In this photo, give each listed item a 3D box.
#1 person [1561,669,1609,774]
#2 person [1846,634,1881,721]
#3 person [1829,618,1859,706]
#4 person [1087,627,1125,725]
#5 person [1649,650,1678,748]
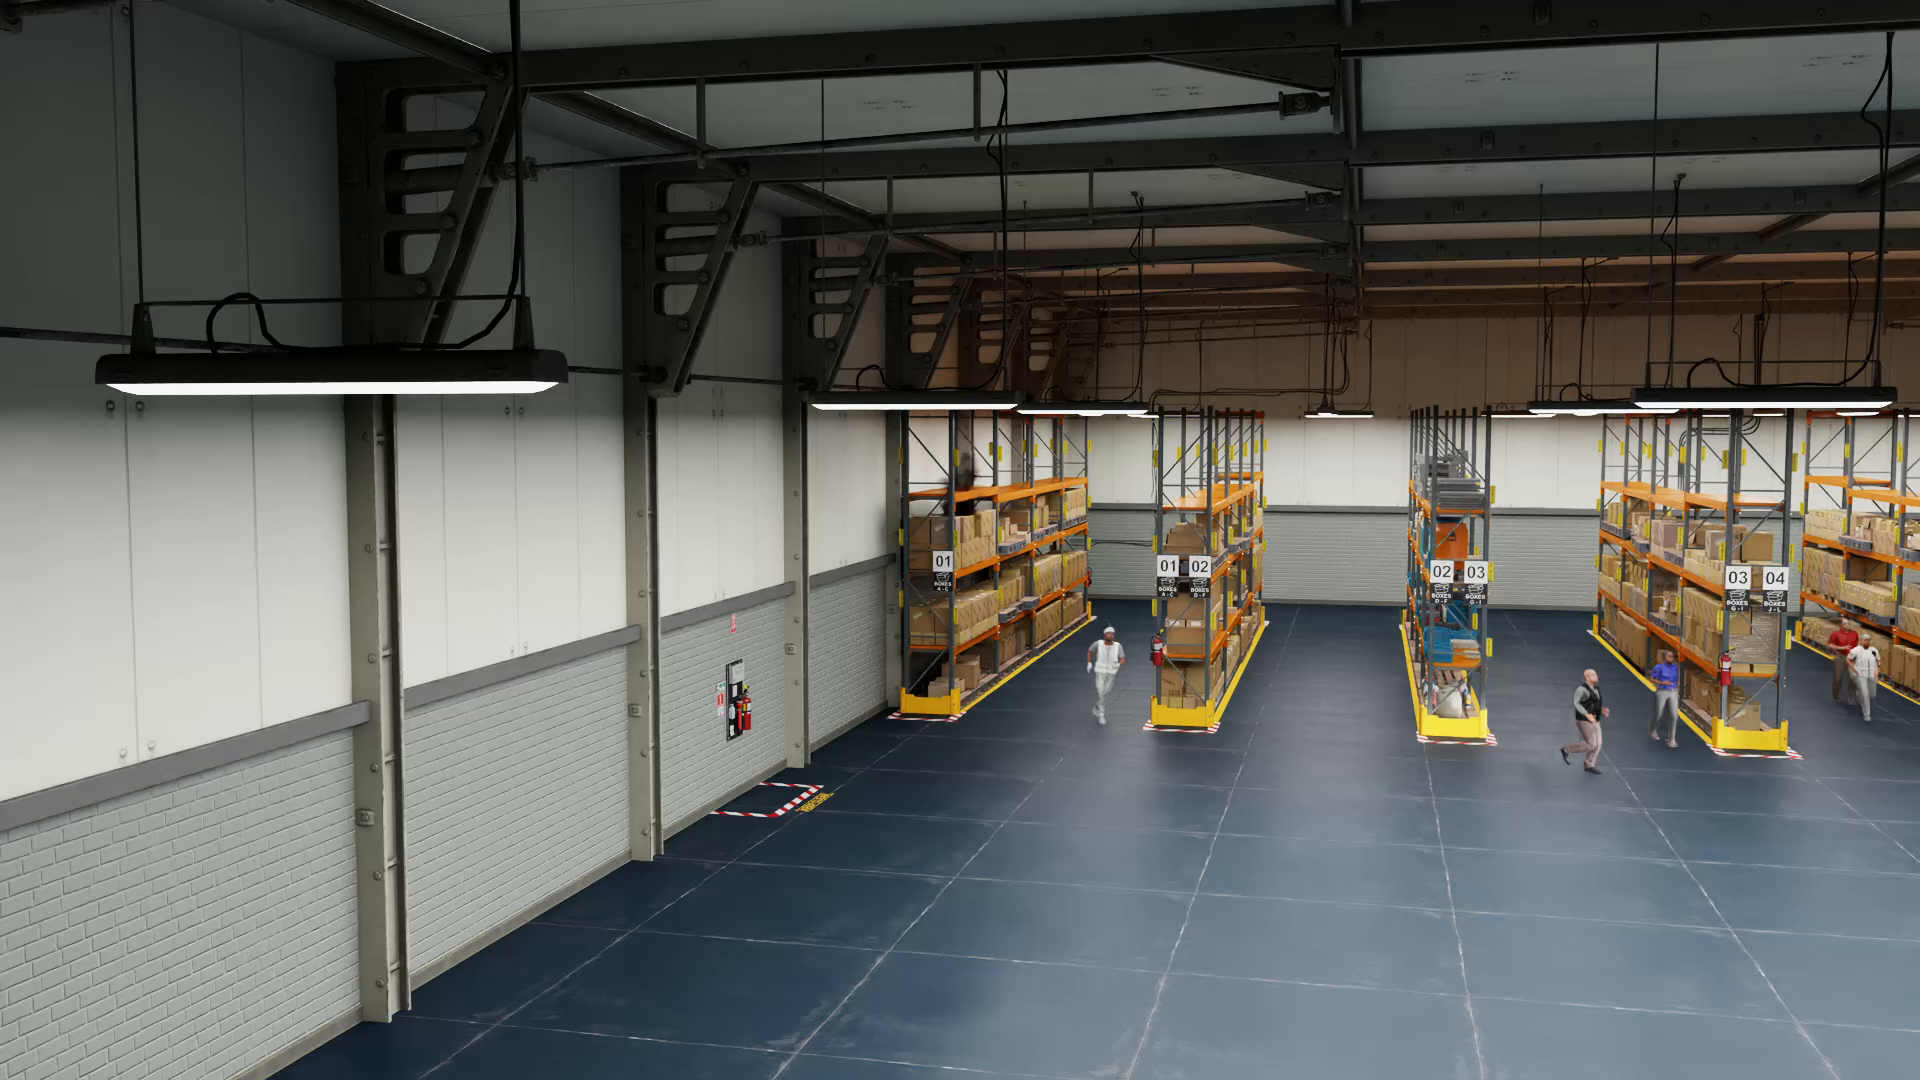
[{"bbox_3d":[10.210,2.943,27.134,0.662,1.702,0.645,-4,6,-42],"label":"person"},{"bbox_3d":[17.451,2.635,32.081,0.597,1.650,0.864,0,4,4],"label":"person"},{"bbox_3d":[17.847,2.473,33.520,0.636,1.780,0.749,1,4,12],"label":"person"},{"bbox_3d":[2.774,2.543,31.497,0.721,1.773,0.909,0,4,-7],"label":"person"},{"bbox_3d":[12.491,2.794,29.445,0.584,1.699,0.782,0,4,2],"label":"person"}]
